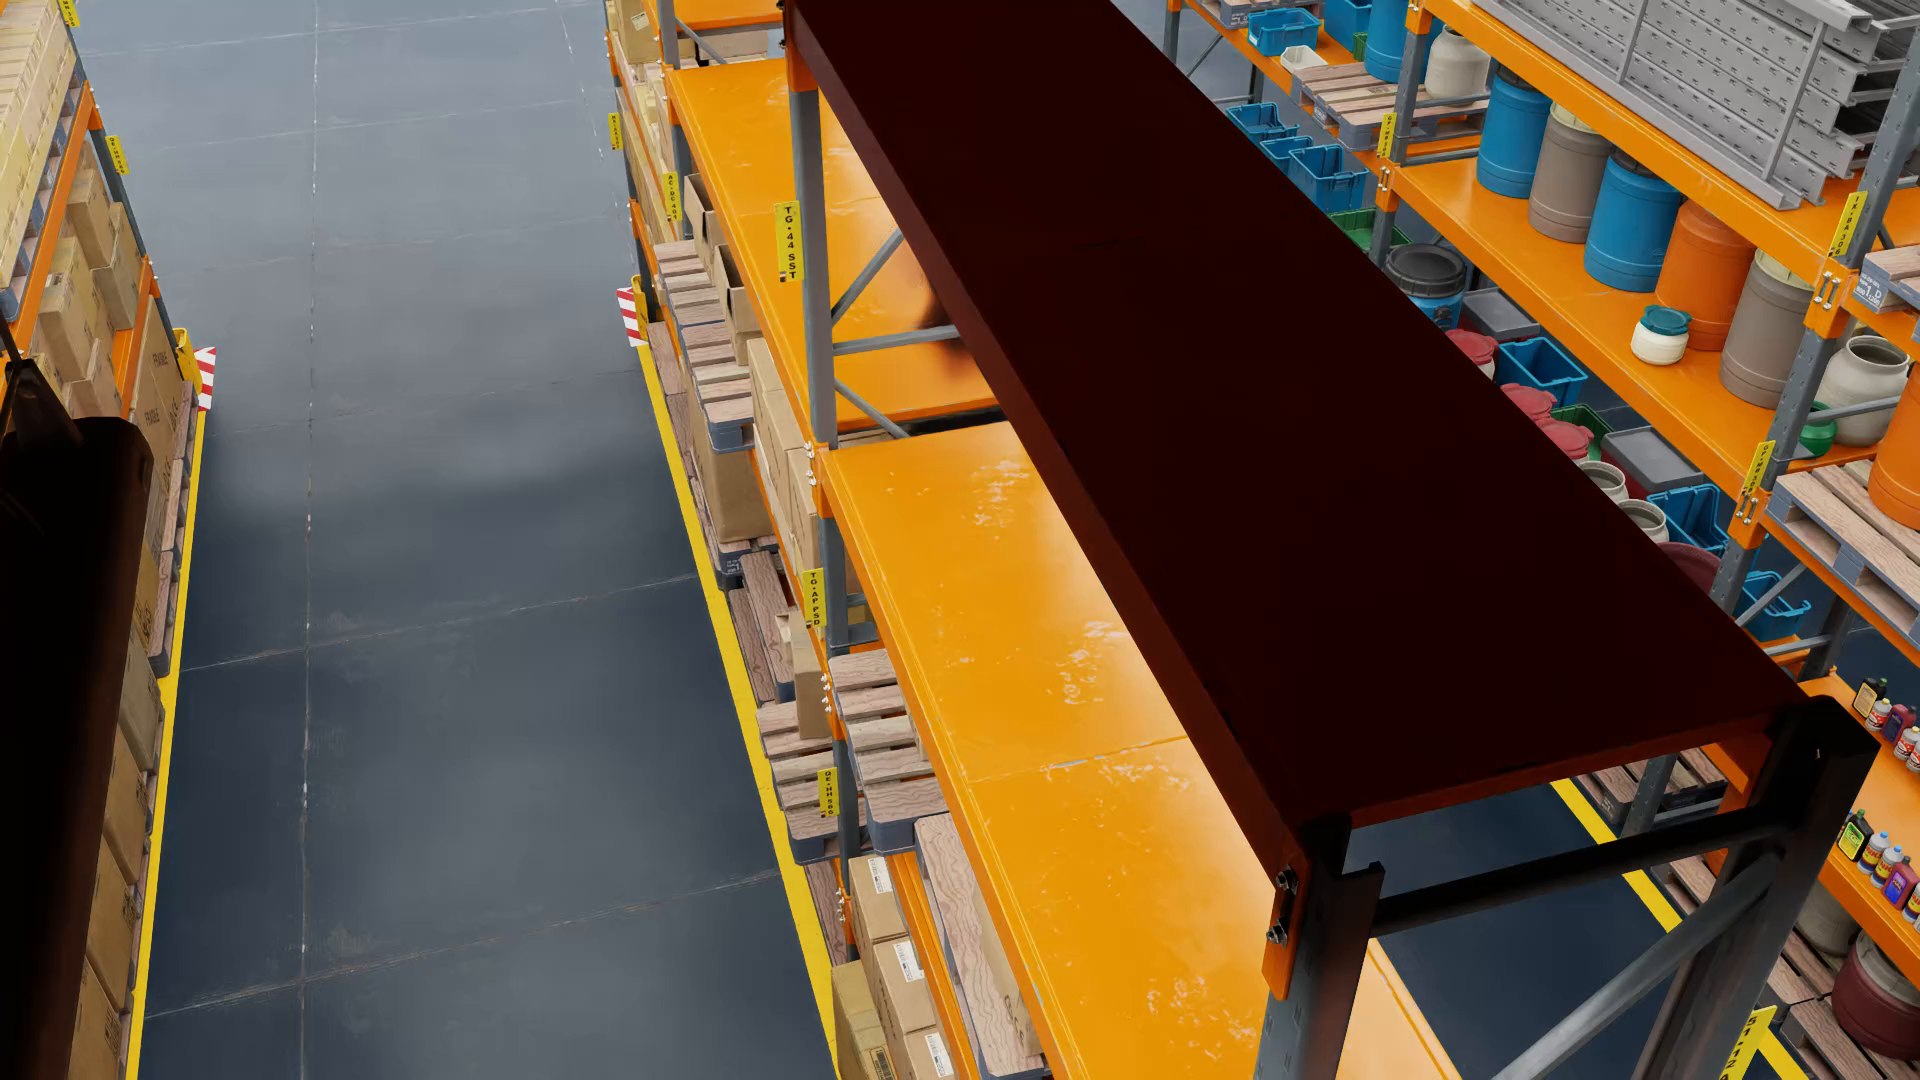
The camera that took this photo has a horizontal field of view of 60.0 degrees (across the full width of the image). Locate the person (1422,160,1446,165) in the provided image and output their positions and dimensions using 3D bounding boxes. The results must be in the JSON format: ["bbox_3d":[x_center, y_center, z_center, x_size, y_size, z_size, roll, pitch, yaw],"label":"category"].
[{"bbox_3d":[4.831,-4.067,16.768,0.747,1.501,0.536,0,38,0],"label":"person"}]
